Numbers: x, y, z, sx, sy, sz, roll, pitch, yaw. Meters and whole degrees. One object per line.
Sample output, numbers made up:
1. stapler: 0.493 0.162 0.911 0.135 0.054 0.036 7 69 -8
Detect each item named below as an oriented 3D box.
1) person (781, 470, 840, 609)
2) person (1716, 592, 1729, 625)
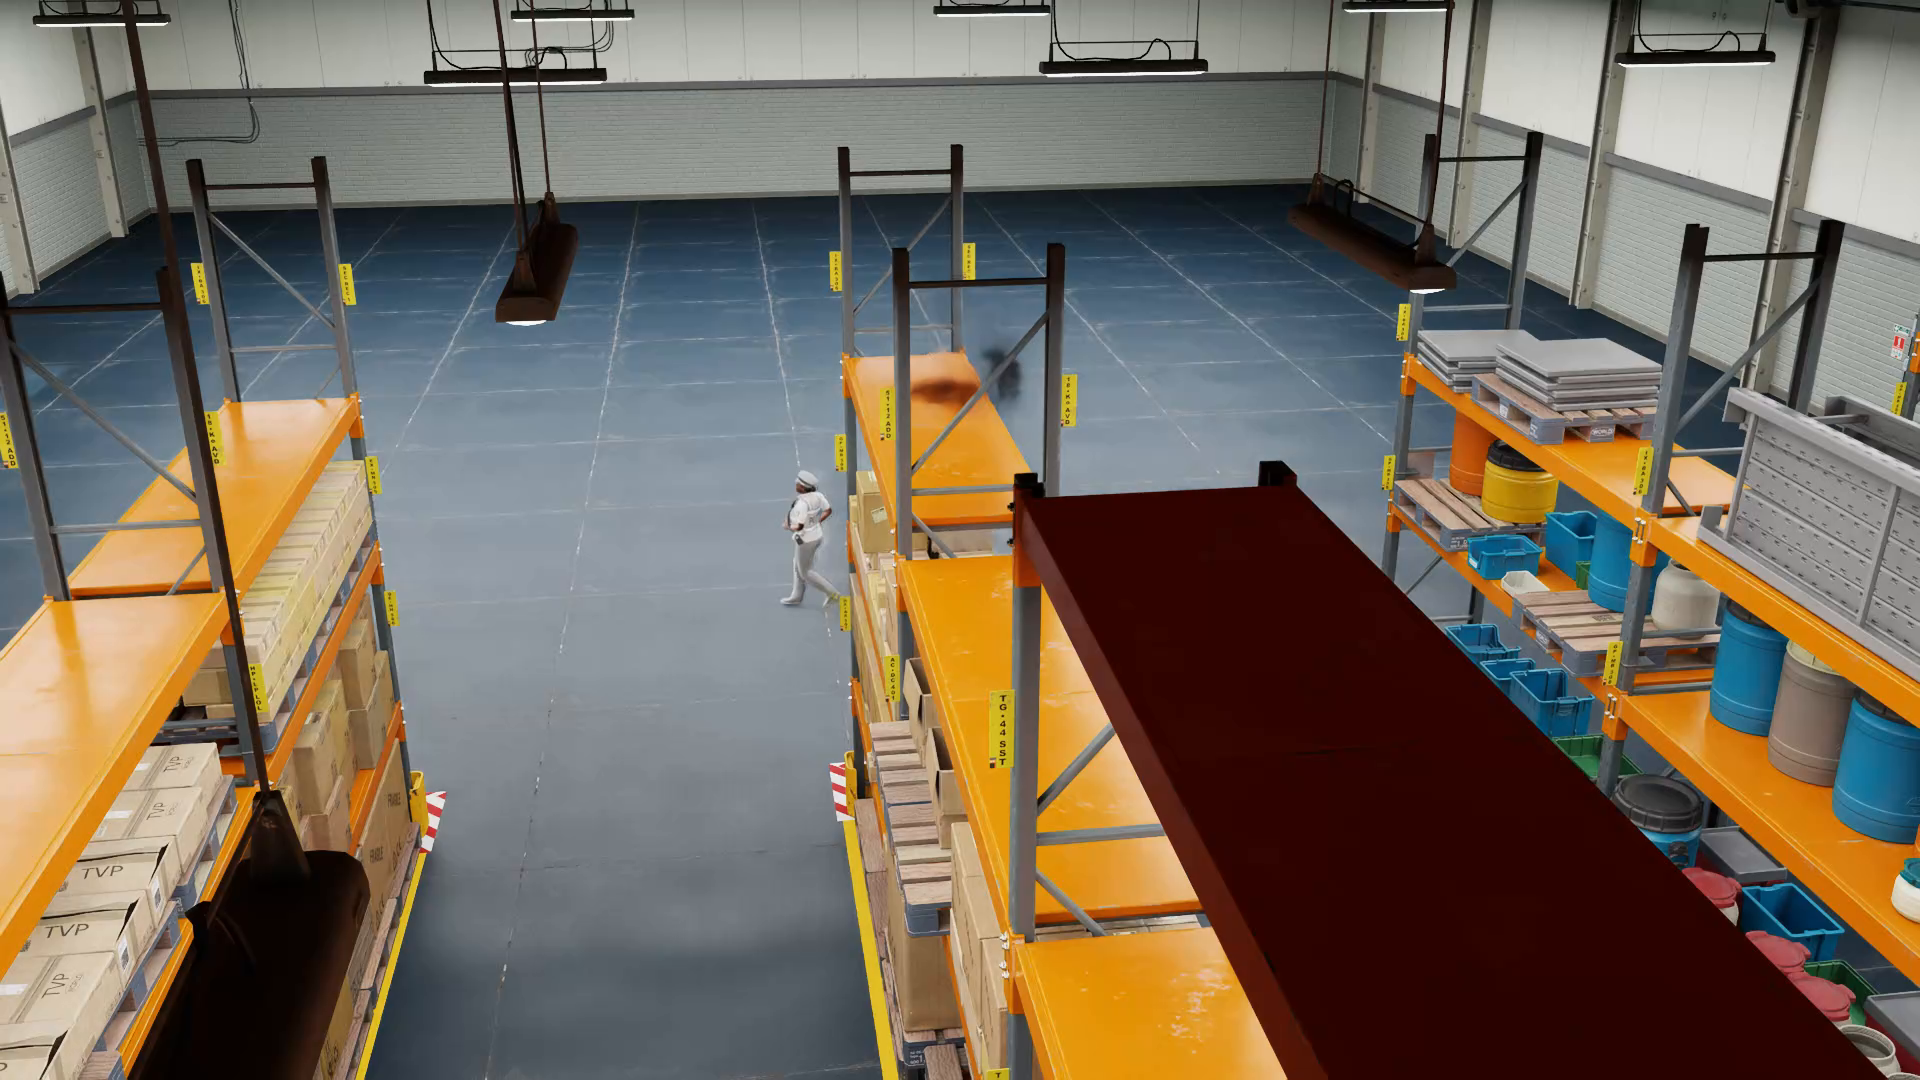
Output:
1. person: -1.747 0.006 19.318 0.808 1.693 0.583 8 23 19
2. person: 8.312 0.425 18.212 0.723 1.823 0.698 8 23 19
